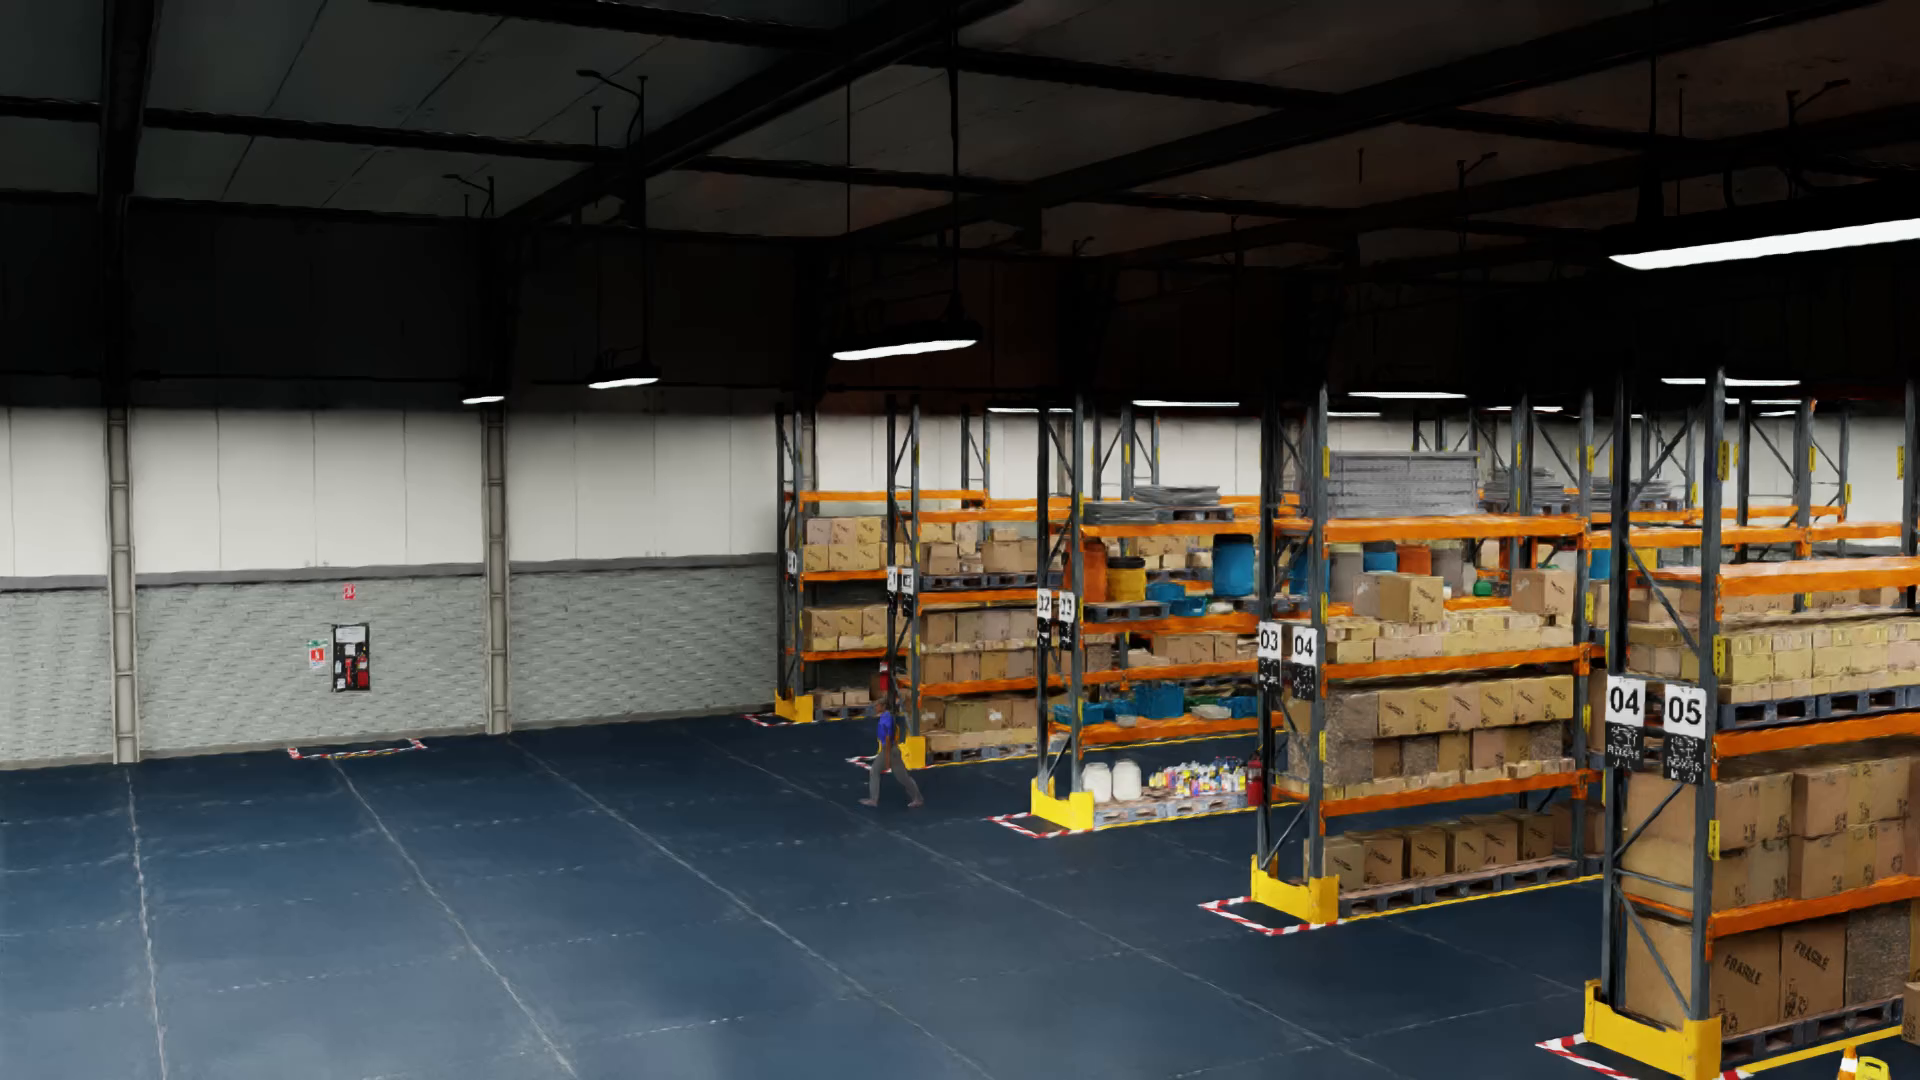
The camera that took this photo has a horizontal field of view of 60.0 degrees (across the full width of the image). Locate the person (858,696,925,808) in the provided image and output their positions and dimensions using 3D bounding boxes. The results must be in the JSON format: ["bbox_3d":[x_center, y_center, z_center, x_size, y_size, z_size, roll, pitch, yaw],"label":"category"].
[{"bbox_3d":[-0.986,3.023,23.717,0.931,1.593,0.502,0,3,-6],"label":"person"}]

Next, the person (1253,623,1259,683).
[{"bbox_3d":[6.033,2.456,32.832,0.536,1.715,0.682,-2,4,-29],"label":"person"}]
